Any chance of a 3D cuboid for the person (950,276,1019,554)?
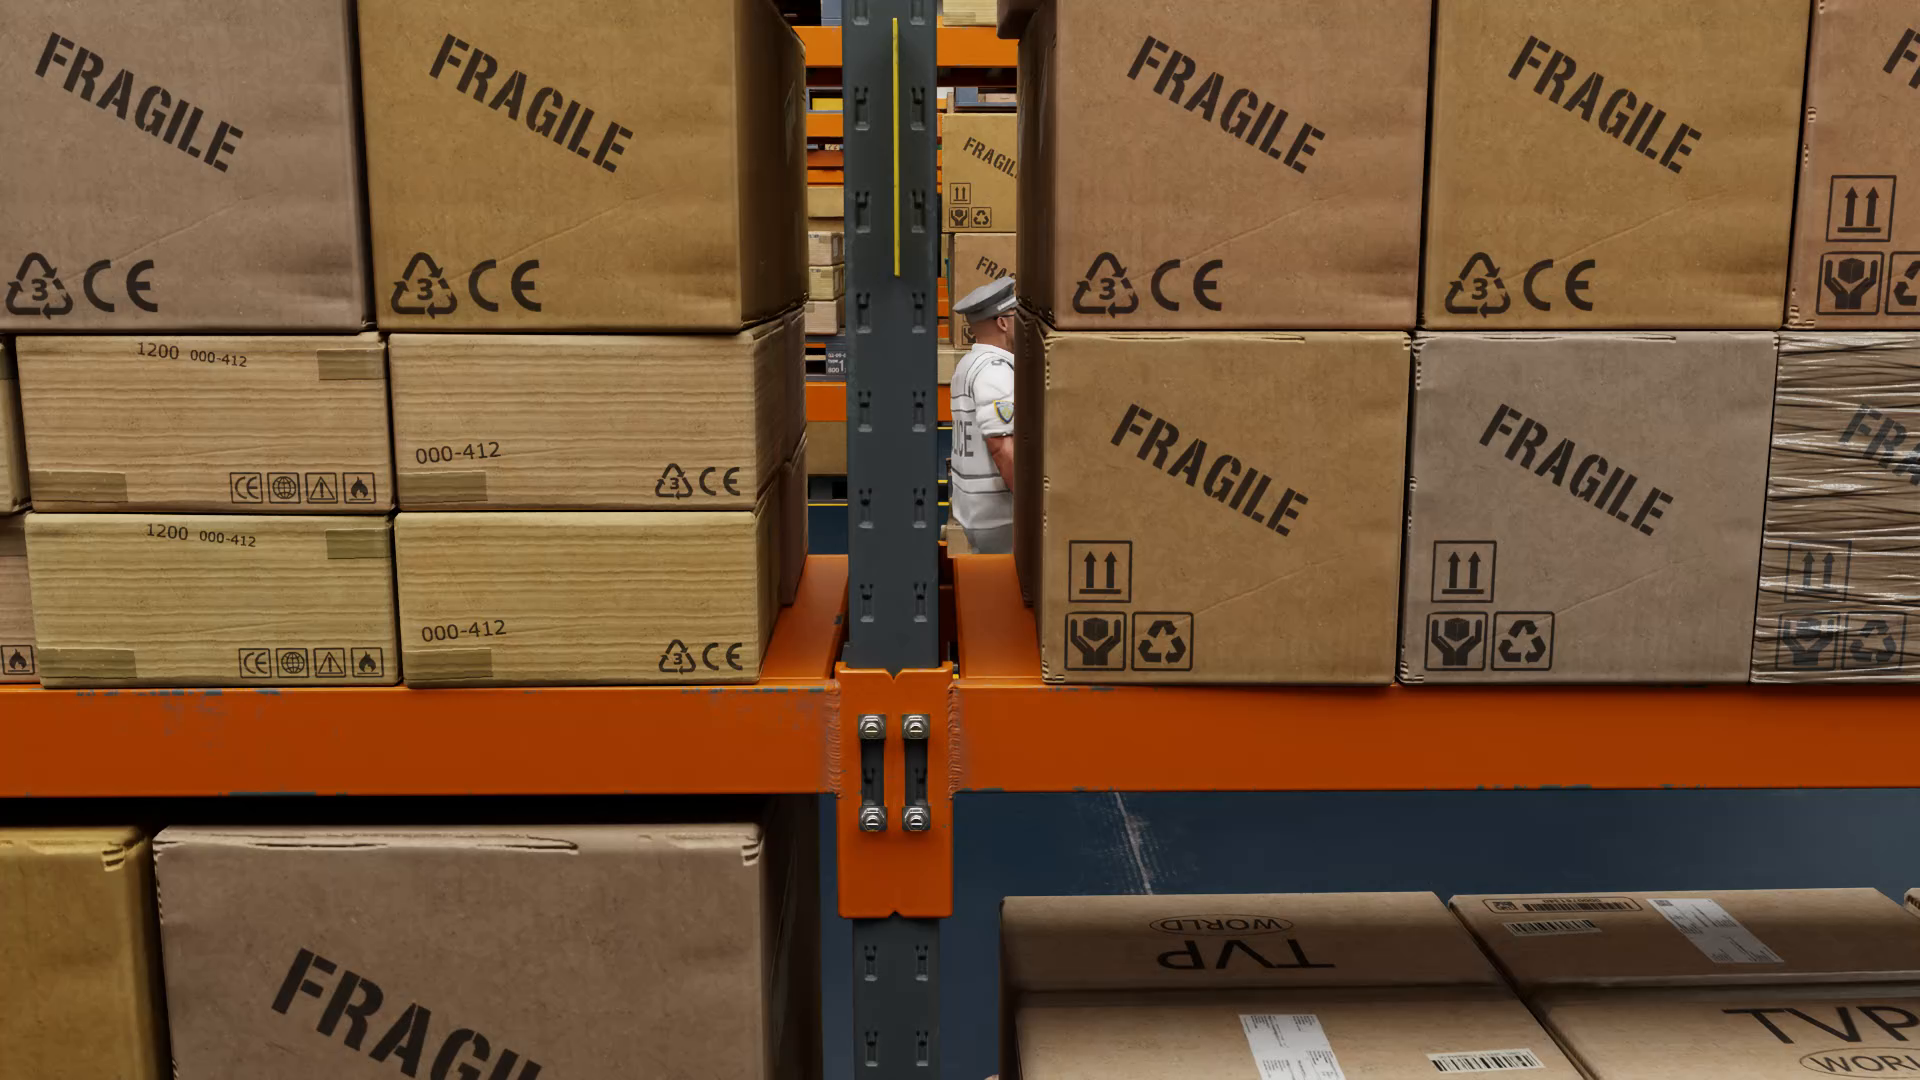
[{"bbox_3d":[0.260,-0.099,6.309,0.573,1.778,0.641,-3,11,-14],"label":"person"}]
